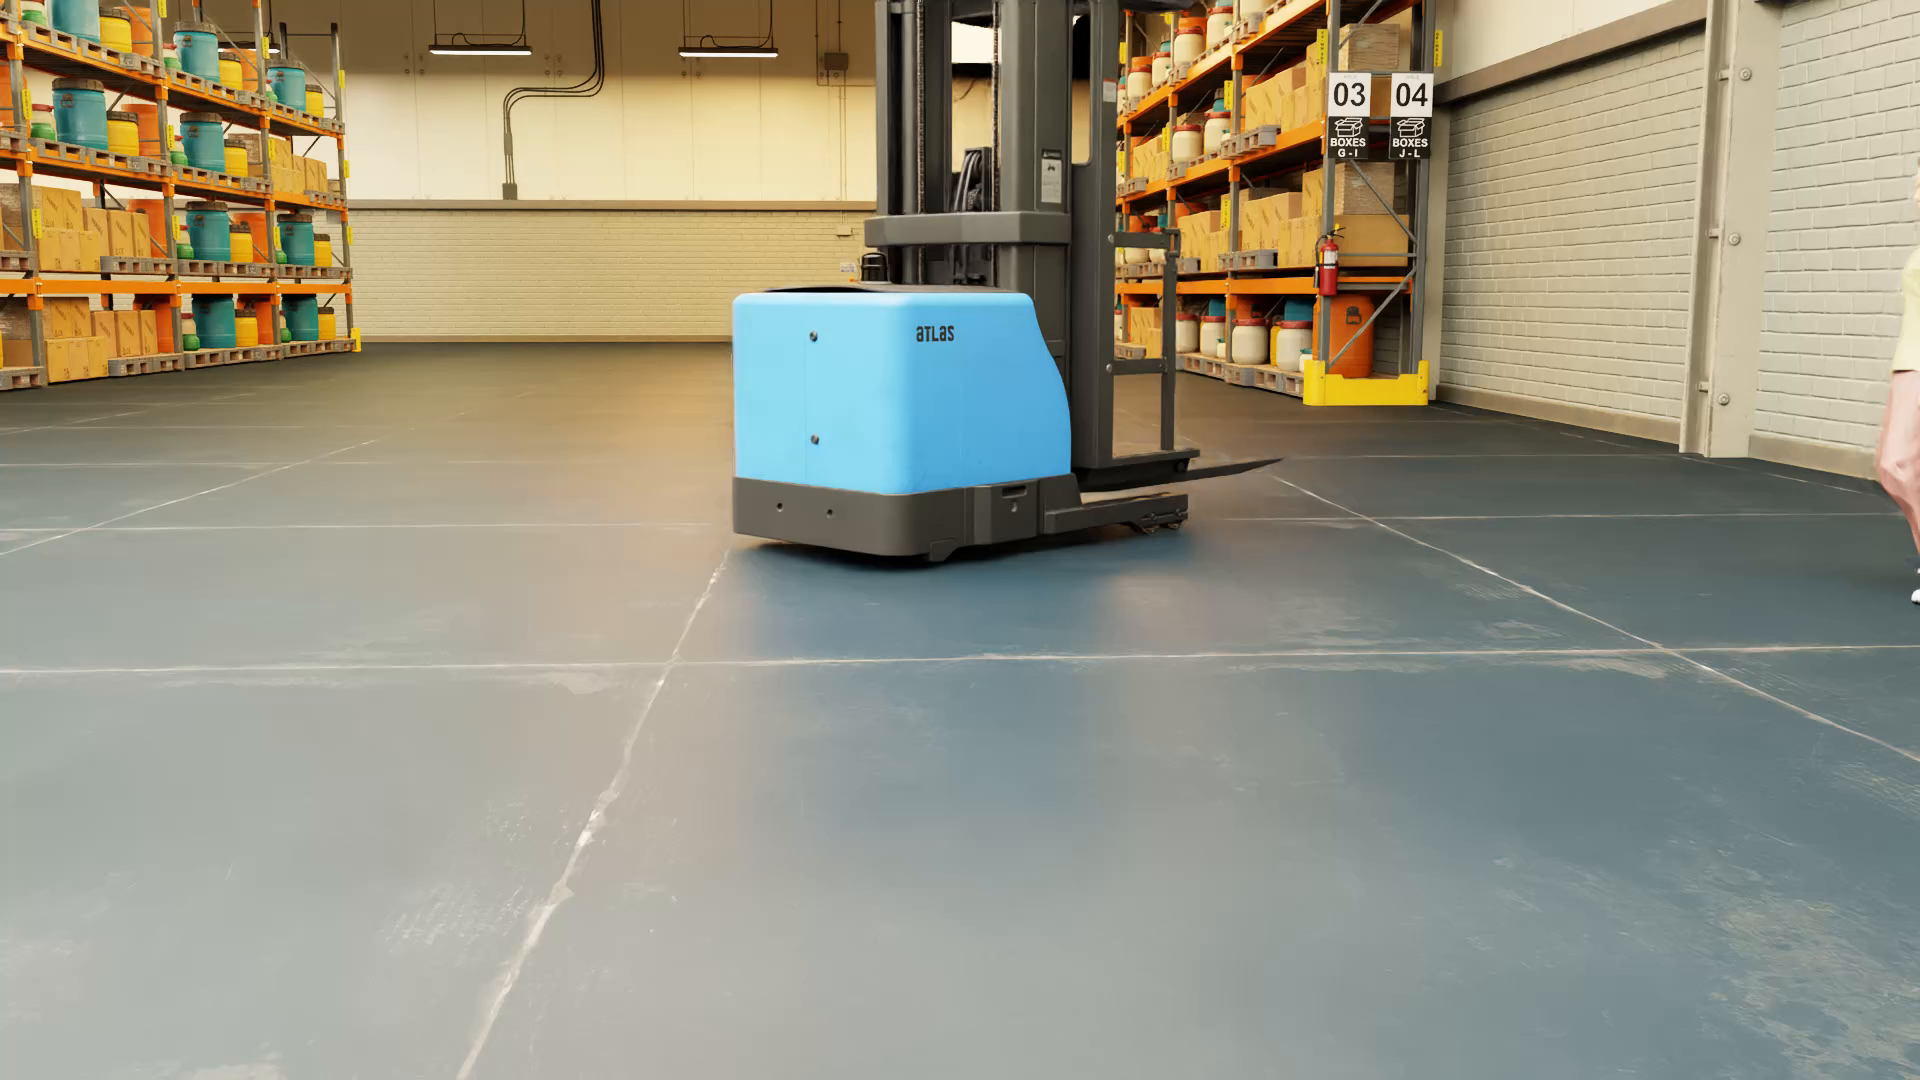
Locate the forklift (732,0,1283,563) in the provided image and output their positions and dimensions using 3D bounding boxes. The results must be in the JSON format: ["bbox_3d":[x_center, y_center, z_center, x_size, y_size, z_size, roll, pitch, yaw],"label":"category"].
[{"bbox_3d":[0.407,-1.525,7.598,1.130,2.935,3.031,8,11,42],"label":"forklift"}]

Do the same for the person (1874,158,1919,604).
[{"bbox_3d":[3.584,-0.604,5.970,0.477,1.598,0.813,4,9,27],"label":"person"}]
